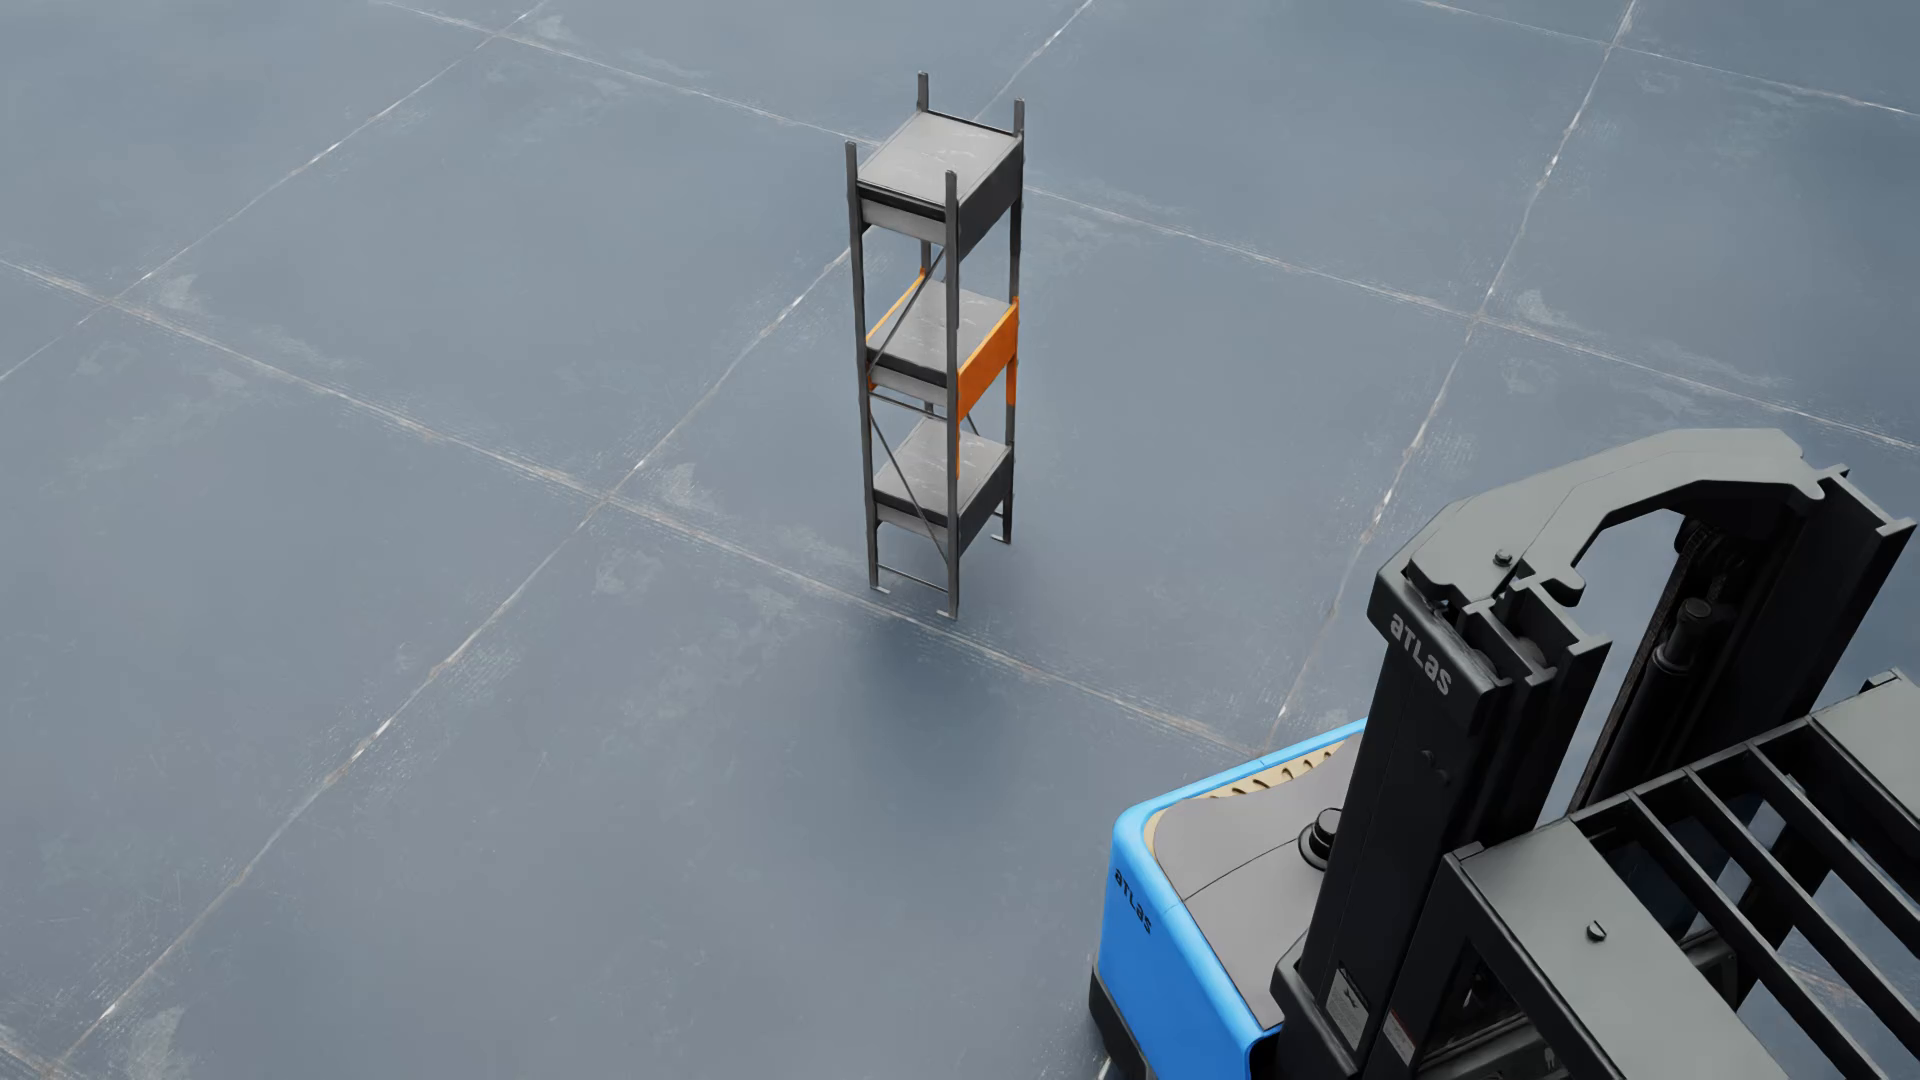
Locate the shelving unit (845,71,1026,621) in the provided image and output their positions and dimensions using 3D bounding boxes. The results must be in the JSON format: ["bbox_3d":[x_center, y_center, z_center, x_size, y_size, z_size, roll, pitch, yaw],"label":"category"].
[{"bbox_3d":[-0.077,-0.634,6.180,0.431,2.100,0.503,20,49,19],"label":"shelving unit"}]

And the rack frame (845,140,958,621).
[{"bbox_3d":[-0.190,-0.480,6.028,0.400,2.100,0.015,20,49,19],"label":"rack frame"}]

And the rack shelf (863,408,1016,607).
[{"bbox_3d":[-0.077,-0.132,6.688,0.431,0.518,0.480,20,49,19],"label":"rack shelf"}]

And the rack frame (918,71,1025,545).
[{"bbox_3d":[0.036,-0.788,6.332,0.400,2.100,0.015,20,49,19],"label":"rack frame"}]

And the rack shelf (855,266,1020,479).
[{"bbox_3d":[-0.077,-0.624,6.190,0.431,0.518,0.480,20,49,19],"label":"rack shelf"}]

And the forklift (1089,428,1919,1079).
[{"bbox_3d":[1.483,1.327,3.658,1.130,2.935,3.031,-18,48,-17],"label":"forklift"}]

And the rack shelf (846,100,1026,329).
[{"bbox_3d":[-0.077,-1.116,5.692,0.431,0.518,0.480,20,49,19],"label":"rack shelf"}]
